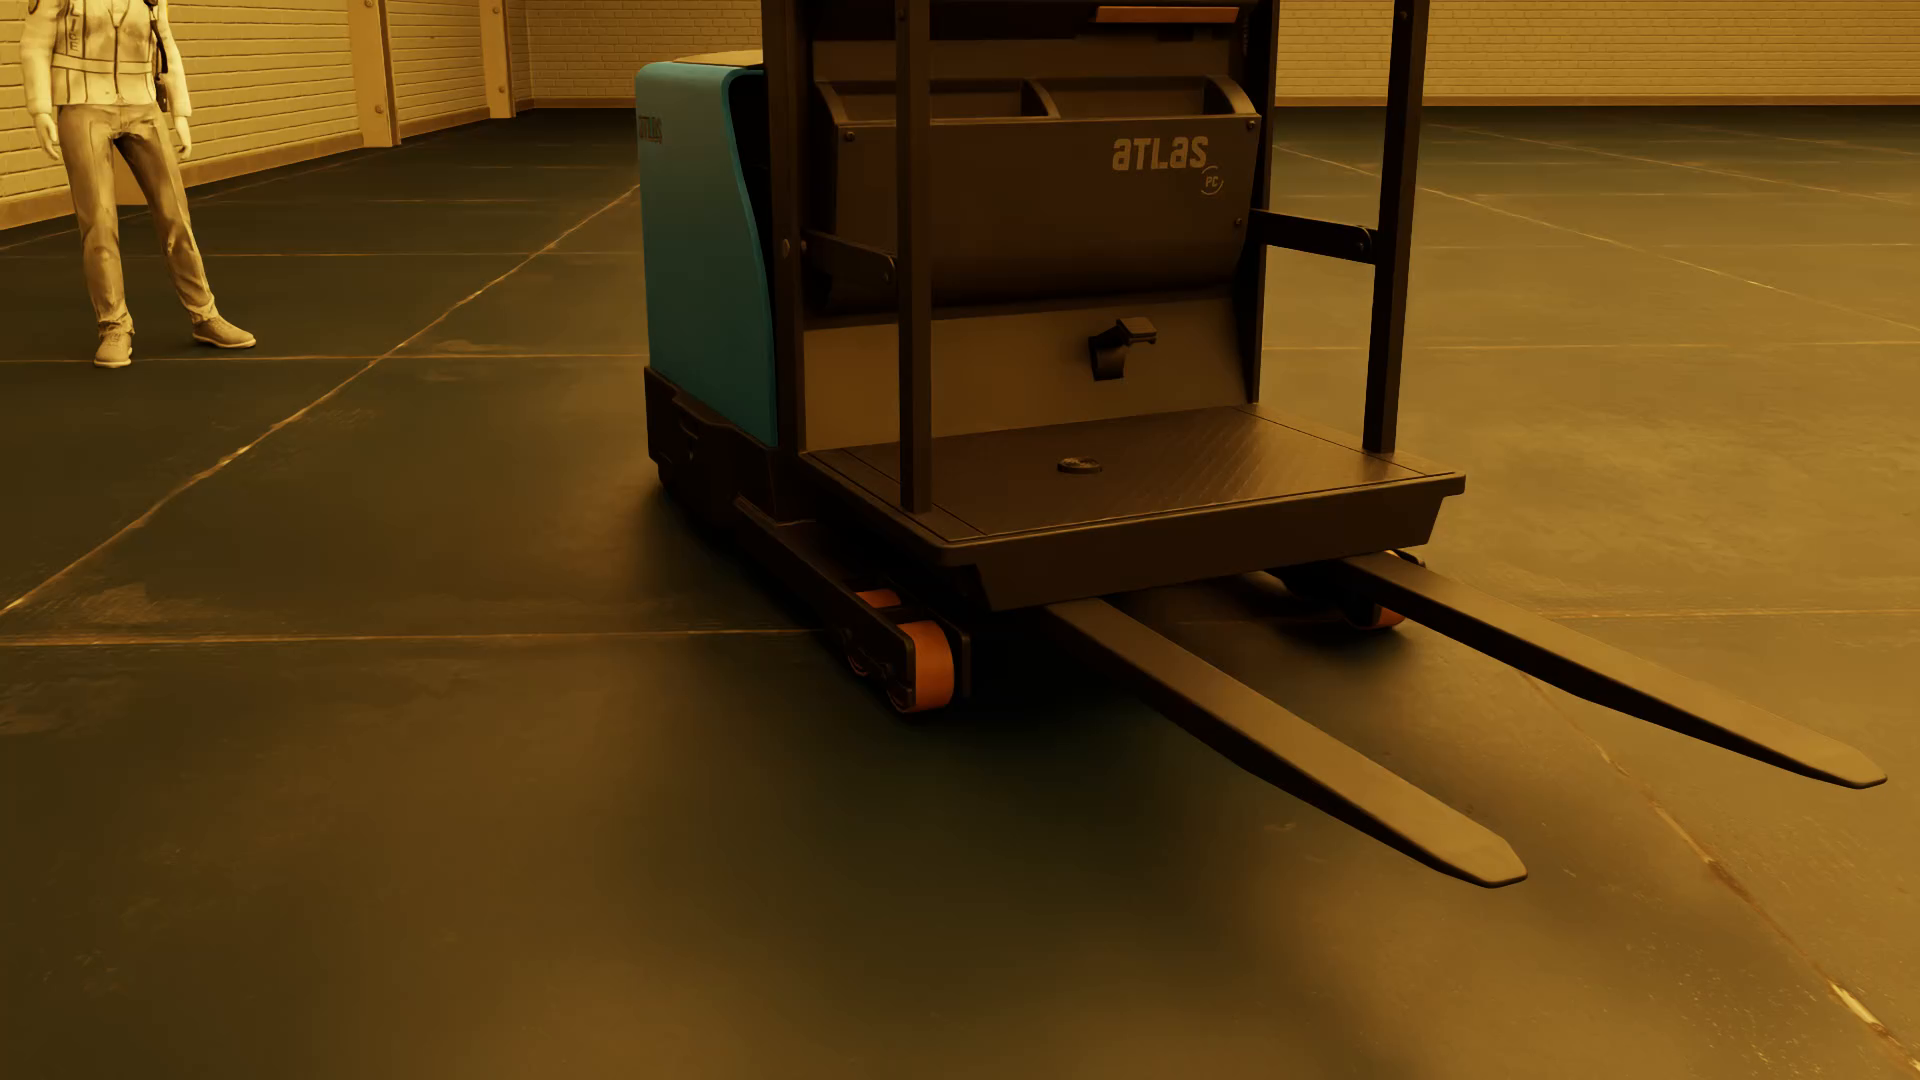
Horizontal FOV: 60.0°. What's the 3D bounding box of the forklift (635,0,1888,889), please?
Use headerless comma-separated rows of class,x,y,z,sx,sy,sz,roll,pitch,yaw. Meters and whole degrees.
forklift,0.258,-1.240,2.962,1.130,2.935,3.031,-8,19,-24

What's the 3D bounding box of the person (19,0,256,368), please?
person,-2.980,-1.489,5.961,0.436,1.666,0.633,16,23,42
